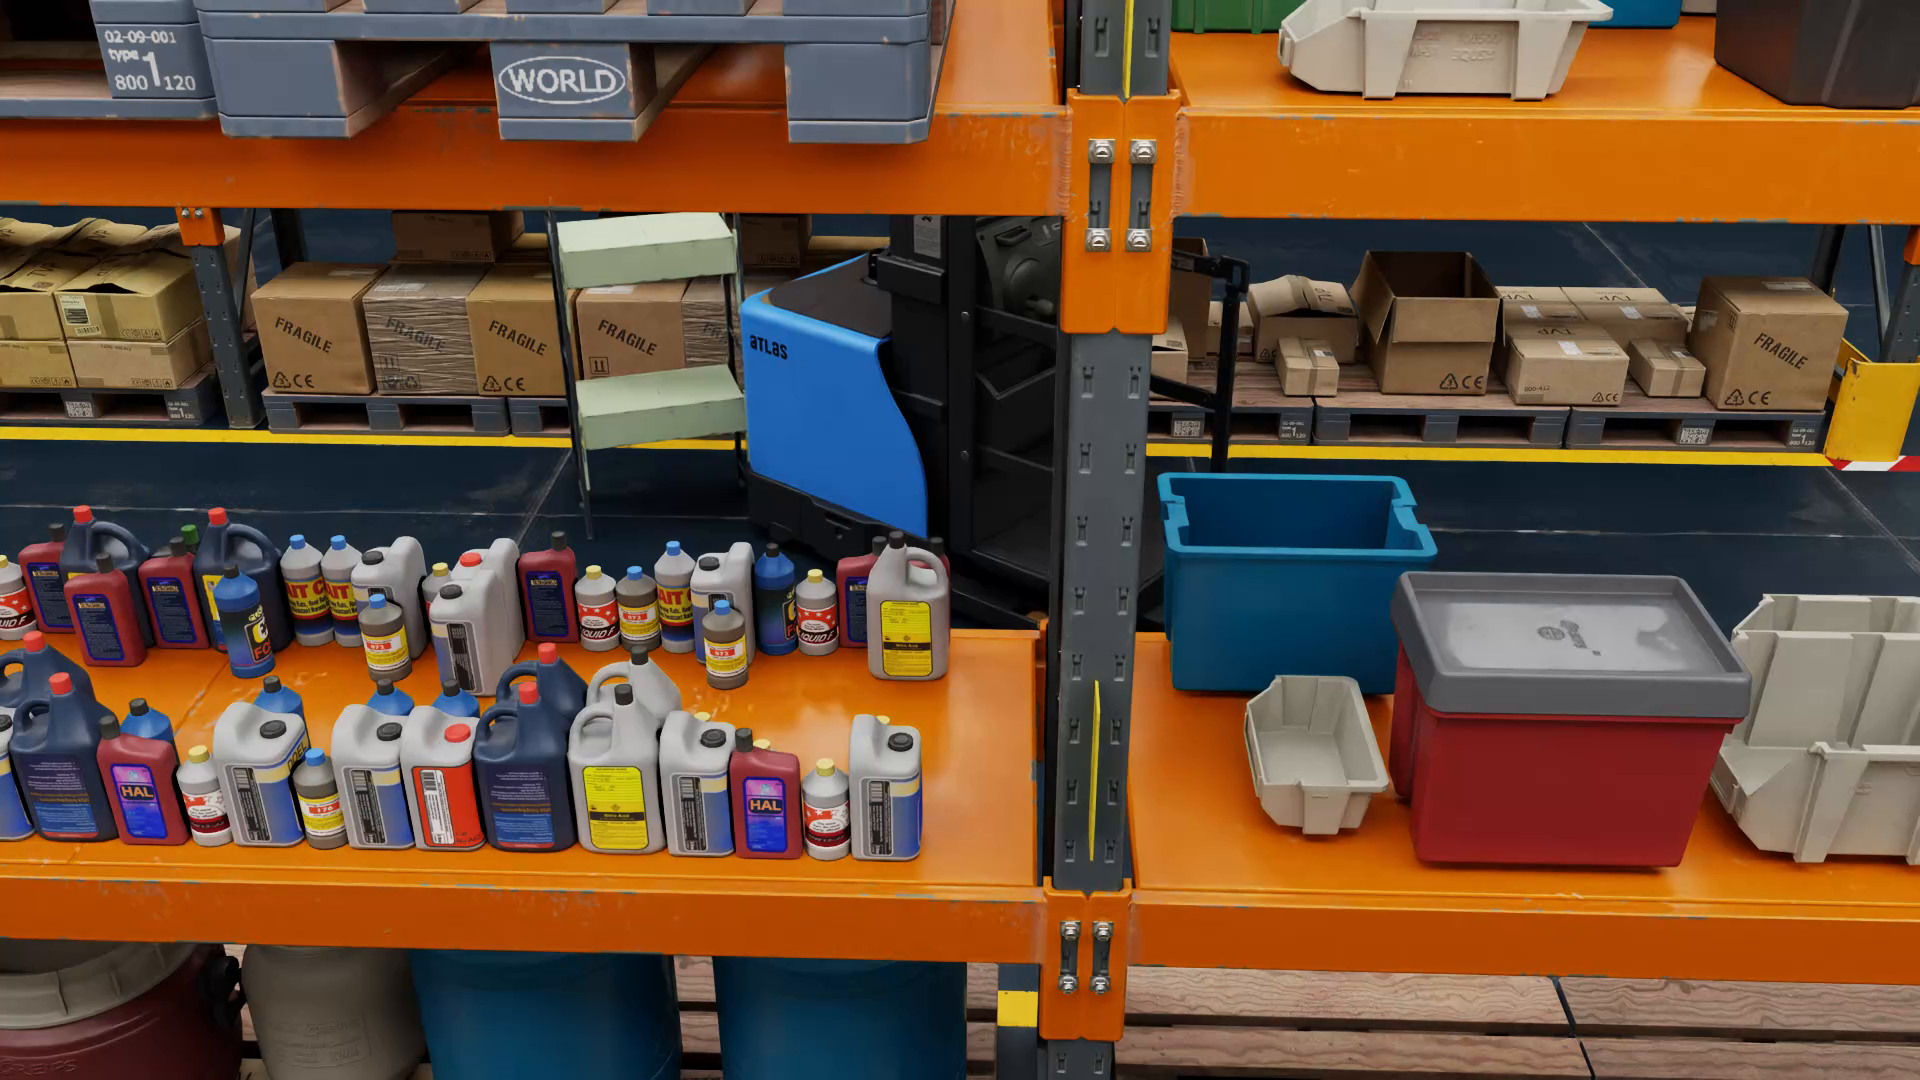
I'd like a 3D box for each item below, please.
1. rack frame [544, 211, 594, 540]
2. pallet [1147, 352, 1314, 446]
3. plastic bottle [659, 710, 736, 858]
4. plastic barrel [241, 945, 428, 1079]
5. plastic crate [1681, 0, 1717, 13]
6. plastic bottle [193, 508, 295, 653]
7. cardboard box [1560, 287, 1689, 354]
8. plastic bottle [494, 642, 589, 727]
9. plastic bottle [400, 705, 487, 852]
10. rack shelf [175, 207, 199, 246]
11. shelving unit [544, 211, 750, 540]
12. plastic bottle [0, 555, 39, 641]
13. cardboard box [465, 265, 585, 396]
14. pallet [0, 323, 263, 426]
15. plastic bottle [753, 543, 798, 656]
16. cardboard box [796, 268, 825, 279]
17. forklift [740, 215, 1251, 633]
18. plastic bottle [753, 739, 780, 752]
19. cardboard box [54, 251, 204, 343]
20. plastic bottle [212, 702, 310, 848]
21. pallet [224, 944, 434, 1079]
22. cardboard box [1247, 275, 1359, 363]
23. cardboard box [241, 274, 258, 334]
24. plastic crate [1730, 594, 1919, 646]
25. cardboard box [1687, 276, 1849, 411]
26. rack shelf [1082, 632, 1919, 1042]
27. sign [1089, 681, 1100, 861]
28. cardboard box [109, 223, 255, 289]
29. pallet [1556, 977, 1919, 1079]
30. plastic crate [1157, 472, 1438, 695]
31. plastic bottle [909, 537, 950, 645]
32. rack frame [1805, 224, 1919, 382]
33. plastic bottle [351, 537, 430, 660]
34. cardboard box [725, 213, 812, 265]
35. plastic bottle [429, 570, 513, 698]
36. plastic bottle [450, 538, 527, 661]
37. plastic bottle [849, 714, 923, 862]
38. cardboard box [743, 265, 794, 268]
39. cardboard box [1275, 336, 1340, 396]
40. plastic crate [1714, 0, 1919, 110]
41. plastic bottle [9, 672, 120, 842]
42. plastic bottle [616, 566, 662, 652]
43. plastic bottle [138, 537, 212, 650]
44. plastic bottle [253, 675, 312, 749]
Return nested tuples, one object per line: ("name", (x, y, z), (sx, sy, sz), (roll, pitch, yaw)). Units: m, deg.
("rack frame", (-1.669, -0.753, 7.070), (0.023, 1.500, 0.400), (-8, 29, -16))
("pallet", (1.126, -0.795, 8.525), (1.213, 0.211, 1.003), (1, 28, 2))
("plastic bottle", (-0.510, 0.473, 3.288), (0.135, 0.276, 0.152), (1, 28, 2))
("plastic barrel", (-1.551, 1.113, 4.156), (0.421, 0.512, 0.421), (0, 28, 0))
("plastic crate", (1.545, -1.087, 3.177), (0.466, 0.136, 0.293), (1, 28, 2))
("plastic bottle", (-1.700, 0.088, 3.934), (0.185, 0.351, 0.144), (1, 28, 2))
("cardboard box", (3.404, -1.103, 8.594), (0.500, 0.250, 0.500), (1, 28, 2))
("plastic bottle", (-0.849, 0.368, 3.405), (0.185, 0.351, 0.144), (1, 28, 2))
("plastic bottle", (-1.014, 0.464, 3.304), (0.135, 0.276, 0.152), (1, 28, 2))
("rack shelf", (-5.557, -1.821, 8.250), (4.000, 0.370, 1.077), (1, 28, 2))
("shelving unit", (-1.321, -0.805, 7.168), (0.755, 1.500, 0.431), (-8, 29, -16))
("plastic bottle", (-2.291, 0.133, 4.008), (0.097, 0.201, 0.097), (0, 28, 0))
("cardboard box", (-2.089, -1.038, 8.204), (0.500, 0.500, 0.500), (1, 28, 1))
("pallet", (-4.380, -0.905, 8.733), (1.213, 0.211, 1.003), (1, 28, 2))
("plastic bottle", (-0.437, 0.133, 3.934), (0.097, 0.271, 0.097), (0, 28, 0))
("cardboard box", (-0.558, -1.015, 8.162), (0.500, 0.500, 0.500), (1, 28, 2))
("forklift", (0.540, -1.075, 6.149), (3.031, 2.935, 1.130), (21, 34, 34))
("plastic bottle", (-0.393, 0.492, 3.332), (0.097, 0.201, 0.097), (0, 28, 0))
("cardboard box", (-4.090, -1.217, 8.232), (0.500, 0.311, 0.500), (2, 28, 3))
("plastic bottle", (-1.380, 0.458, 3.315), (0.135, 0.276, 0.152), (1, 28, 2))
("pallet", (-1.731, 1.460, 4.271), (1.213, 0.211, 1.003), (1, 28, 2))
("cardboard box", (1.768, -1.157, 8.631), (0.500, 0.311, 0.500), (1, 28, 2))
("cardboard box", (-4.071, -1.222, 8.841), (0.500, 0.250, 0.500), (1, 28, 2))
("plastic crate", (2.012, 0.257, 3.780), (0.466, 0.136, 0.293), (1, 28, 2))
("cardboard box", (3.885, -0.957, 8.052), (0.500, 0.500, 0.500), (1, 28, 2))
("rack shelf", (2.260, 0.630, 3.627), (4.000, 0.370, 1.077), (1, 28, 2))
("sign", (0.239, 0.414, 2.970), (0.005, 0.325, 0.100), (1, 28, 2))
("cardboard box", (-4.071, -1.470, 8.709), (0.500, 0.311, 0.500), (2, 28, 4))
("pallet", (2.219, 1.524, 4.150), (1.213, 0.211, 1.003), (1, 28, 2))
("plastic crate", (0.739, 0.108, 3.797), (0.575, 0.384, 0.392), (1, 28, 2))
("plastic bottle", (-0.091, 0.125, 3.936), (0.133, 0.283, 0.061), (1, 28, 2))
("rack frame", (4.437, -1.973, 7.770), (0.127, 3.000, 1.000), (1, 28, 2))
("plastic bottle", (-1.345, 0.129, 3.937), (0.135, 0.276, 0.152), (1, 28, 2))
("cardboard box", (-1.035, -1.599, 8.463), (0.500, 0.250, 0.500), (1, 28, 2))
("plastic bottle", (-1.119, 0.204, 3.795), (0.135, 0.276, 0.152), (1, 28, 2))
("plastic bottle", (-1.114, 0.133, 3.930), (0.135, 0.276, 0.152), (1, 28, 2))
("plastic bottle", (-0.145, 0.479, 3.277), (0.135, 0.276, 0.152), (1, 28, 2))
("cardboard box", (-1.068, -1.267, 8.636), (0.500, 0.500, 0.500), (1, 28, 2))
("cardboard box", (1.716, -0.864, 8.233), (0.250, 0.166, 0.380), (1, 28, 2))
("plastic crate", (1.493, -0.840, 2.568), (0.590, 0.269, 0.497), (1, 28, 2))
("plastic bottle", (-1.770, 0.421, 3.307), (0.185, 0.351, 0.144), (1, 28, 2))
("plastic bottle", (-0.766, 0.158, 3.961), (0.097, 0.201, 0.097), (0, 28, 0))
("plastic bottle", (-1.859, 0.124, 3.938), (0.133, 0.283, 0.061), (1, 28, 2))
("plastic bottle", (-1.394, 0.402, 3.427), (0.097, 0.271, 0.097), (0, 28, 0))
